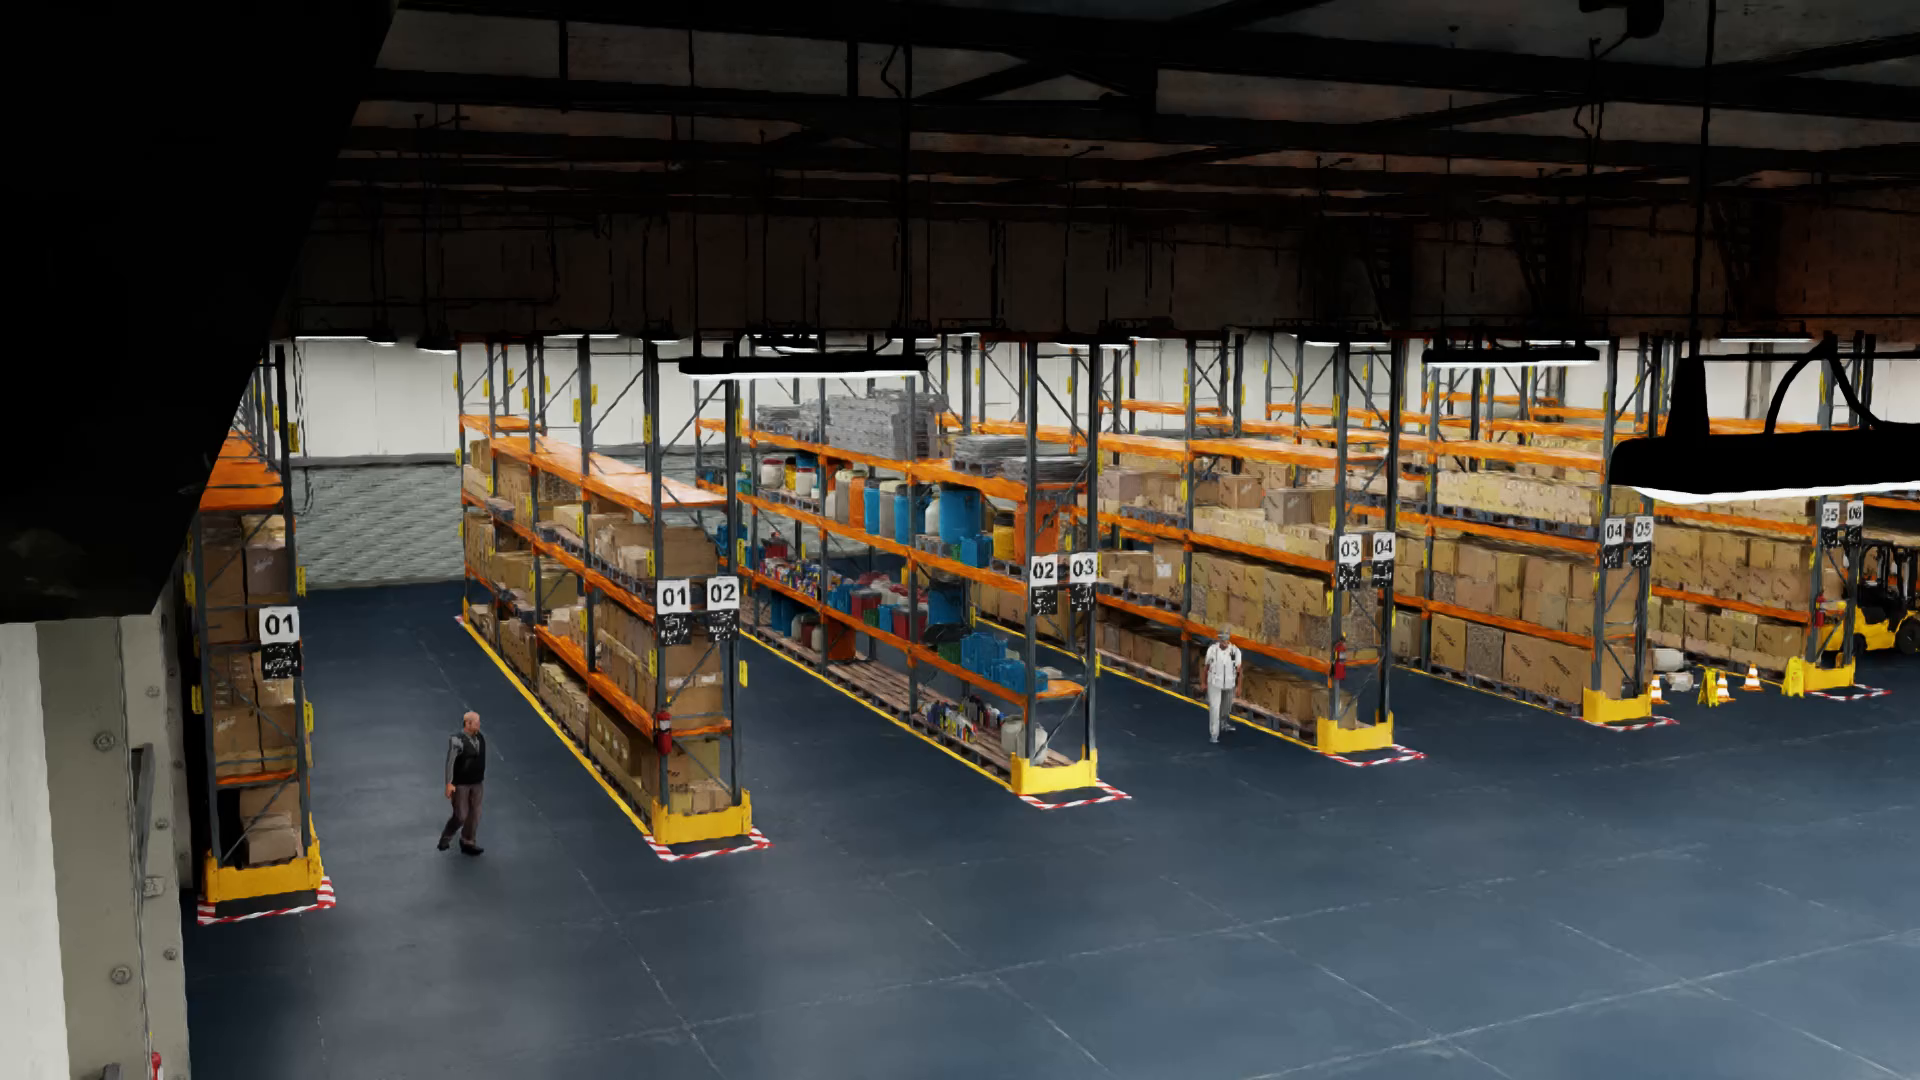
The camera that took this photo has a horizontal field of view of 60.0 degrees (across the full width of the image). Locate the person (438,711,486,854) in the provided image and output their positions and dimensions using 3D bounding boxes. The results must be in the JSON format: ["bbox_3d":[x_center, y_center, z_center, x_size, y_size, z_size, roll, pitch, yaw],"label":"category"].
[{"bbox_3d":[-5.873,2.854,19.614,0.531,1.712,0.589,4,9,29],"label":"person"}]

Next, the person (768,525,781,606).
[{"bbox_3d":[-4.029,0.546,36.310,0.387,1.773,0.680,-1,8,-10],"label":"person"}]

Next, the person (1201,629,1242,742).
[{"bbox_3d":[3.936,2.138,24.947,0.580,1.696,0.982,0,8,-3],"label":"person"}]
